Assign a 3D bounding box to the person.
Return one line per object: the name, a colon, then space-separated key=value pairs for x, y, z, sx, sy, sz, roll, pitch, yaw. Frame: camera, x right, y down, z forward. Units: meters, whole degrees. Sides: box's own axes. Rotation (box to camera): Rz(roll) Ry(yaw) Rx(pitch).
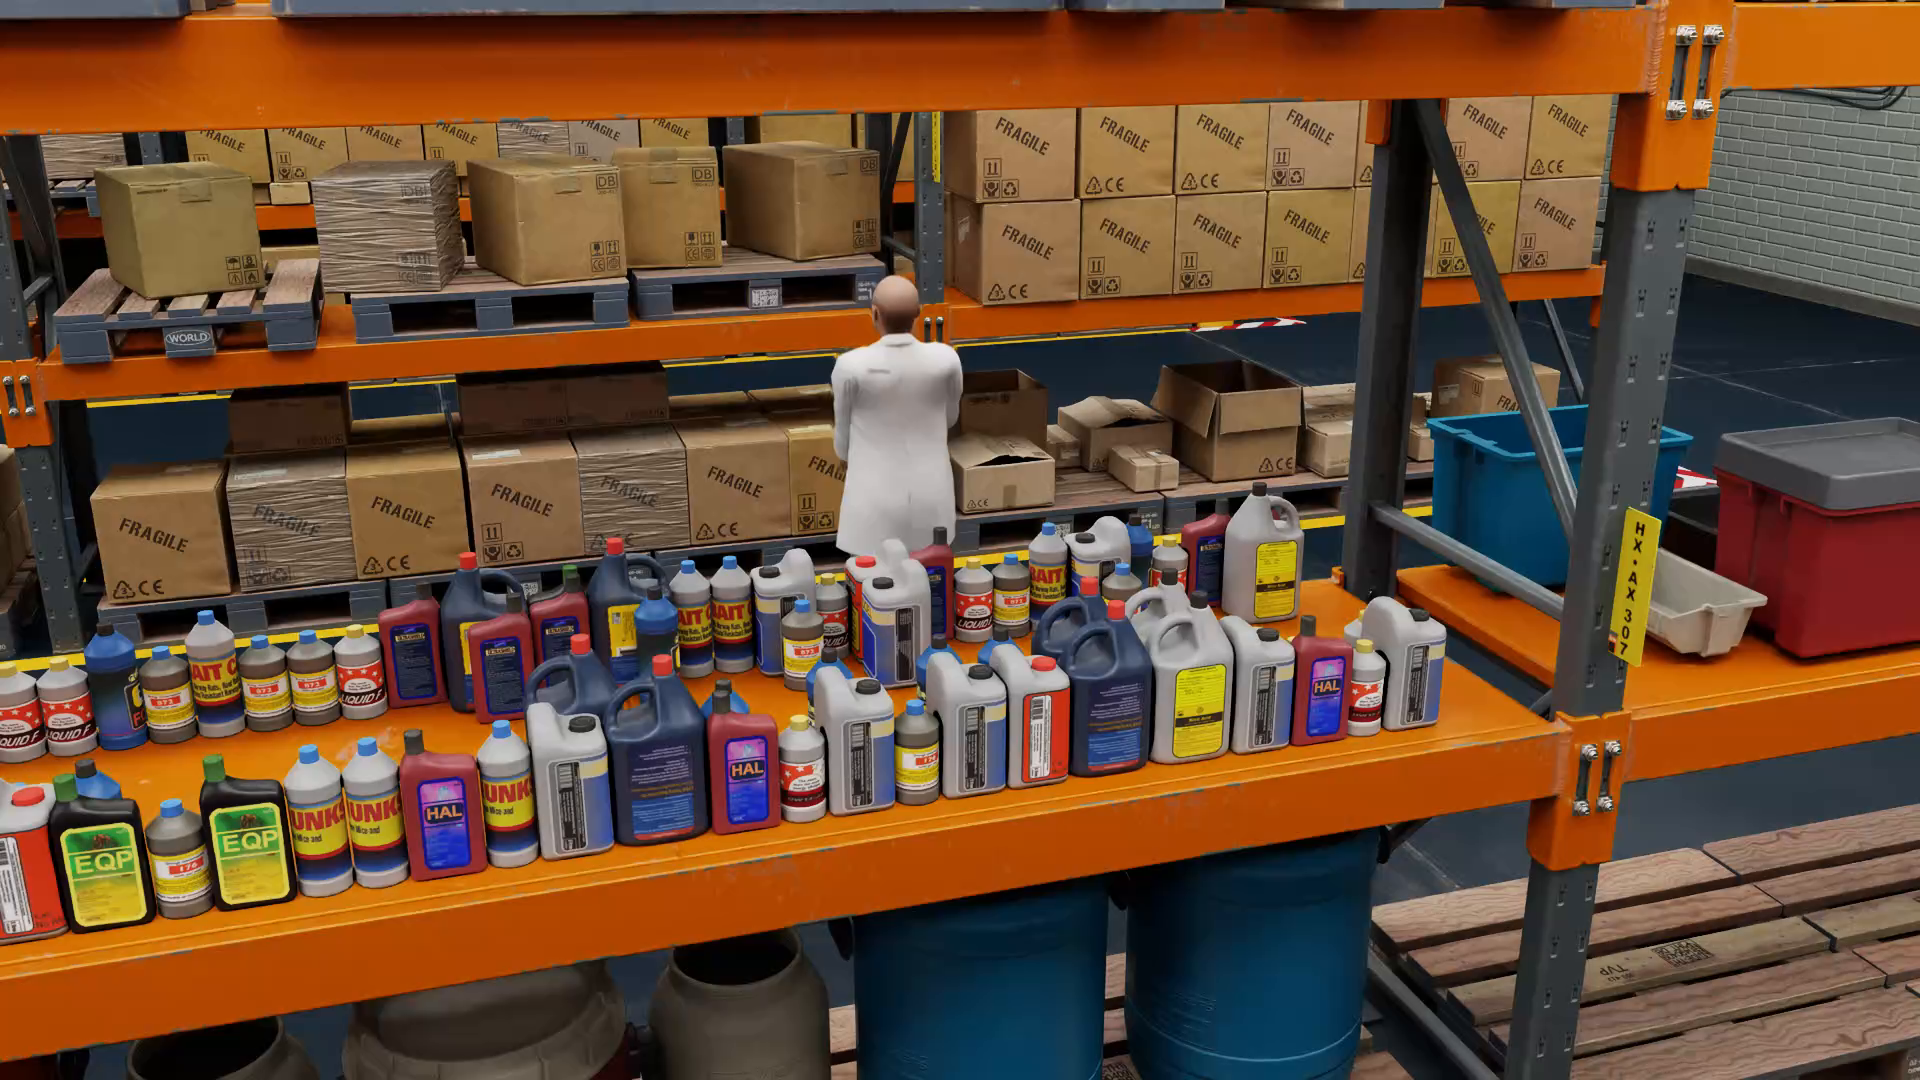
person: x=-0.280 y=-0.212 z=6.715 sx=0.529 sy=1.772 sz=0.553 roll=-6 pitch=20 yaw=-16
